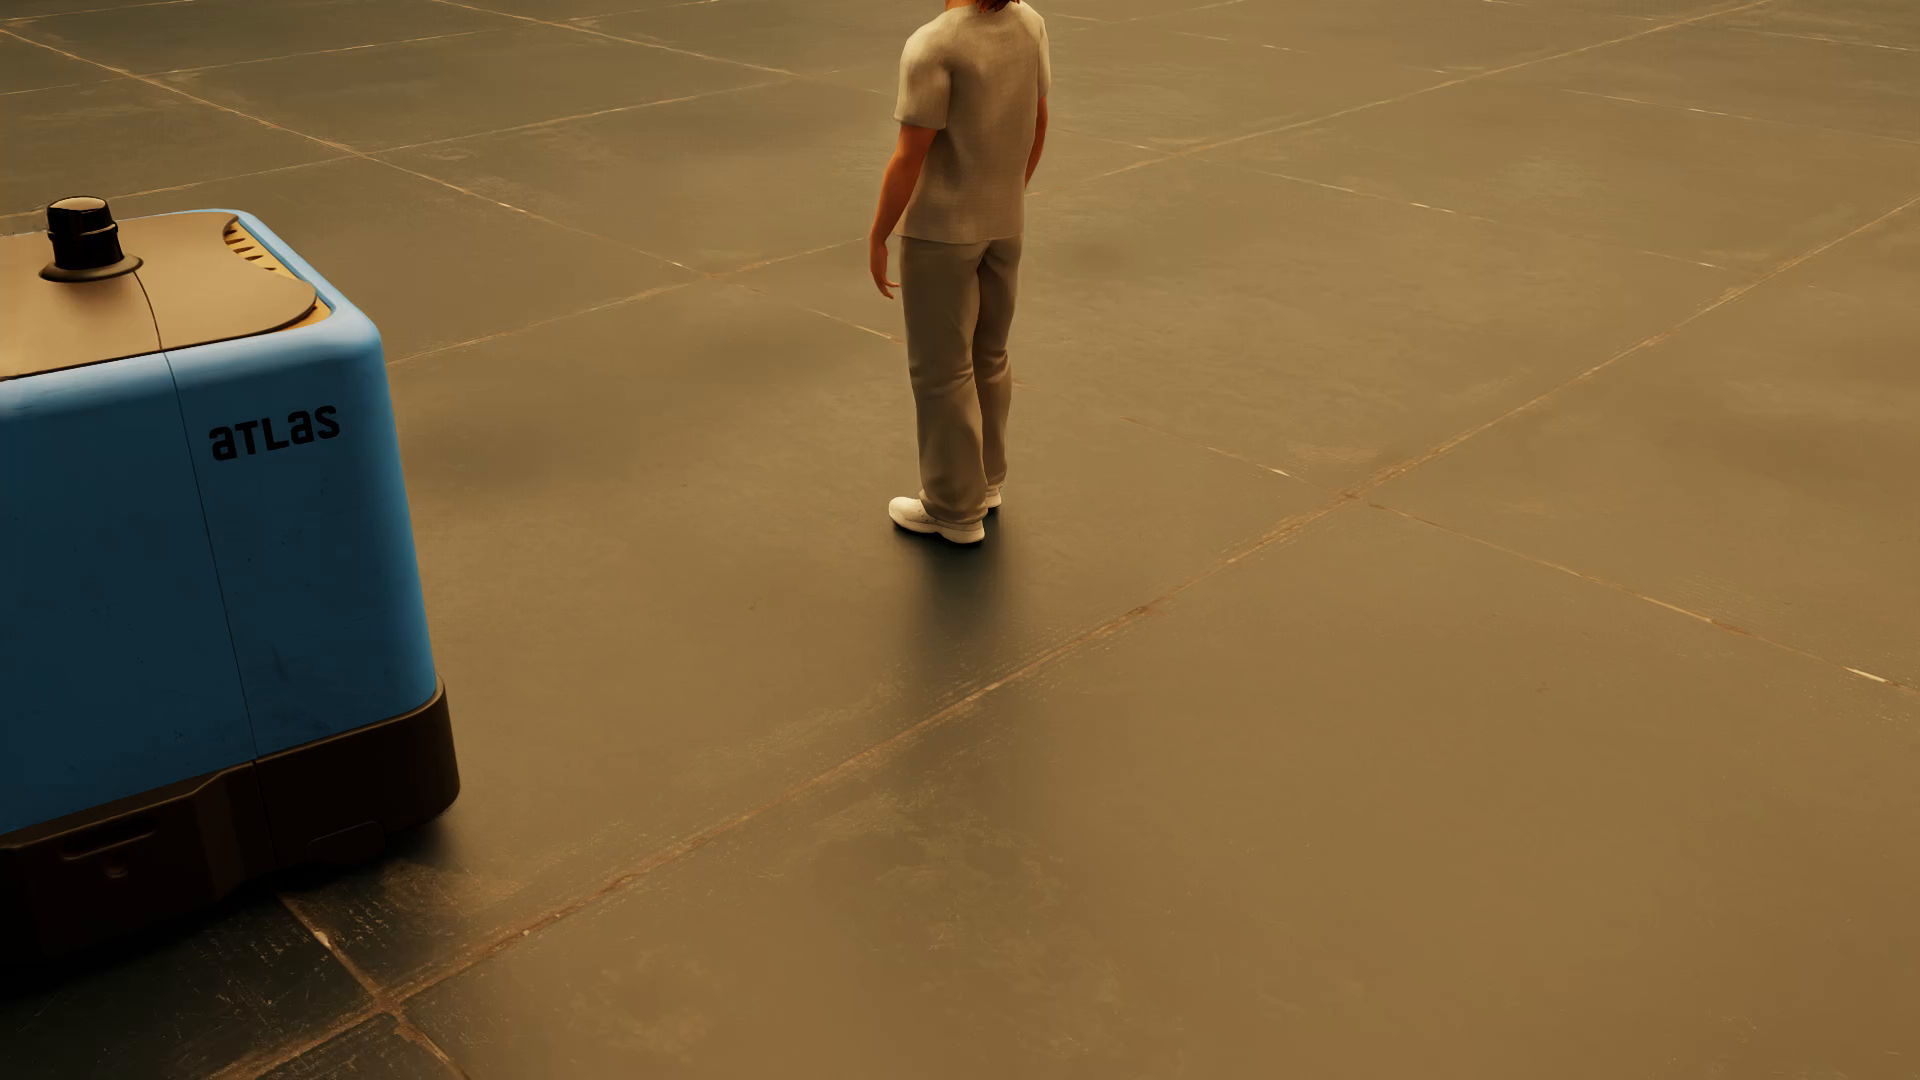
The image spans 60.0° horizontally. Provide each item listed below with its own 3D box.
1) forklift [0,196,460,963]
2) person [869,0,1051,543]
[{"bbox_3d":[-2.512,-0.543,2.321,3.031,2.935,1.130,-17,31,-30],"label":"forklift"},{"bbox_3d":[-0.043,-0.786,4.225,0.550,1.675,0.549,-24,35,-39],"label":"person"}]
